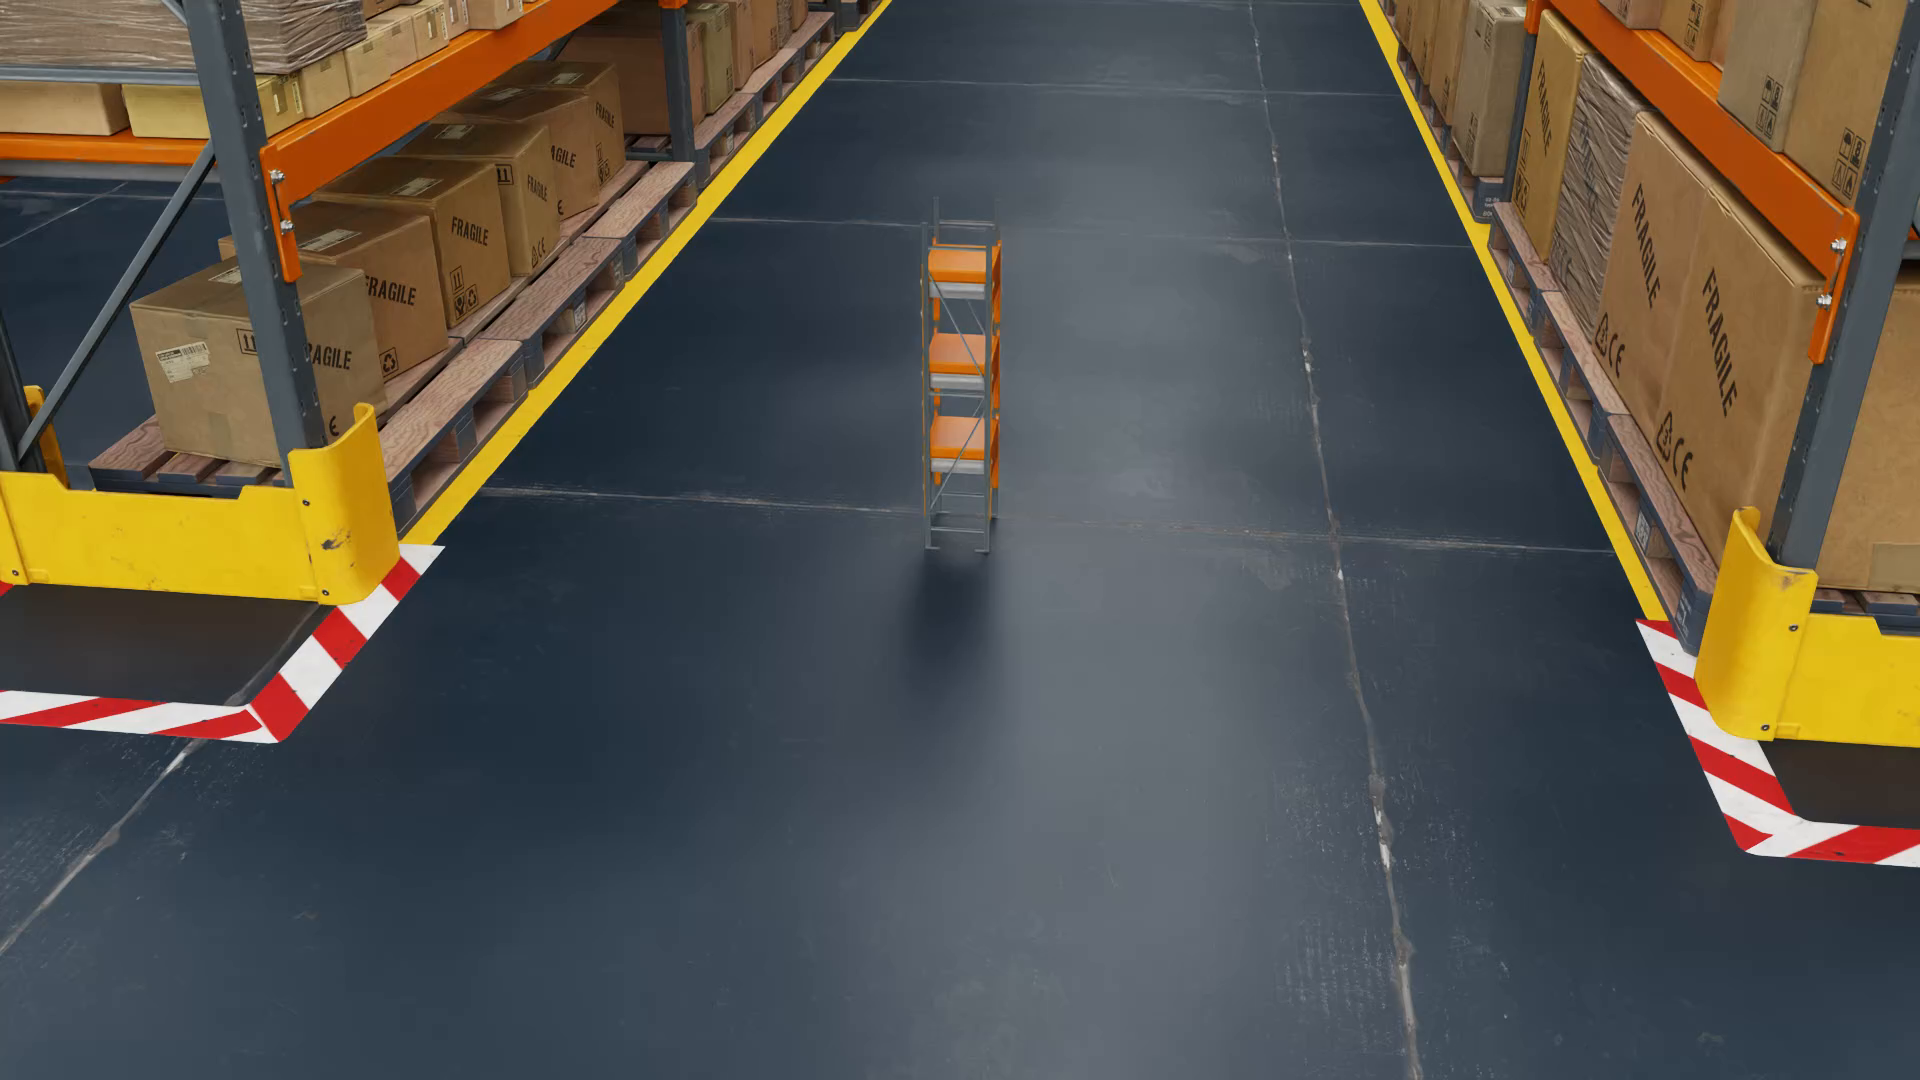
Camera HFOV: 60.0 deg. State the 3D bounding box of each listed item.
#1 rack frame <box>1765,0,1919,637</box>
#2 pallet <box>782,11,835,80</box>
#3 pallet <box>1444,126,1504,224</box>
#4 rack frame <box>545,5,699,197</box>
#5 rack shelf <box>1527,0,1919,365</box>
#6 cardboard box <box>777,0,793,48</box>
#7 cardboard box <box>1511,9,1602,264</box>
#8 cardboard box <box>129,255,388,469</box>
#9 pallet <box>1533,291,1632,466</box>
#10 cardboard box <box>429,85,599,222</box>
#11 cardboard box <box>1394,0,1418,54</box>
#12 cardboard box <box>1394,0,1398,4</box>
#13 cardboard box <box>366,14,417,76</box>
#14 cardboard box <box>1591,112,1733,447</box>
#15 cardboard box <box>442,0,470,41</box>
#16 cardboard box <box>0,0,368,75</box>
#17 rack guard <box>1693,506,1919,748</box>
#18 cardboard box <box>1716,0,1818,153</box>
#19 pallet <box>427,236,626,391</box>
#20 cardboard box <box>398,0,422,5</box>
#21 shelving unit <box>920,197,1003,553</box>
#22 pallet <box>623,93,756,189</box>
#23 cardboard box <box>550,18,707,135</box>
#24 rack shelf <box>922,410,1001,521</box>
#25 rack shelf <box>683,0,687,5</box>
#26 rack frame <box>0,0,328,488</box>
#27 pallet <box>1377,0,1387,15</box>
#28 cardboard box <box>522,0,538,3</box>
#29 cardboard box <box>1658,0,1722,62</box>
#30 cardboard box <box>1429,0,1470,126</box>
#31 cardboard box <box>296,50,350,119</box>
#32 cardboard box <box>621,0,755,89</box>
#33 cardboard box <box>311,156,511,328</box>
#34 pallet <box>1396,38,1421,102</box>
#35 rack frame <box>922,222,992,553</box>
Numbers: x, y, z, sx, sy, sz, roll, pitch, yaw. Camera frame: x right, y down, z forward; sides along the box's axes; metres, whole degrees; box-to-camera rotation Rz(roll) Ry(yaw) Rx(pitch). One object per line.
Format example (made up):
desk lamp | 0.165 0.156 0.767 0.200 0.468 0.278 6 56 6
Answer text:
rack frame | 2.577 -0.868 3.699 1.000 3.000 0.127 3 28 6
pallet | -1.451 -3.374 11.291 1.003 0.211 1.213 3 28 6
pallet | 3.087 -1.891 8.538 1.003 0.211 1.213 3 28 6
rack frame | -1.843 -3.087 7.817 1.000 3.000 0.127 3 28 6
rack shelf | 2.822 -1.493 5.617 1.077 0.370 4.000 3 28 6
cardboard box | -1.471 -3.485 10.727 0.700 0.500 0.500 1 28 2
cardboard box | 2.920 -1.709 7.056 0.875 0.875 0.875 4 29 7
cardboard box | -2.240 -0.582 5.360 0.500 0.500 0.500 9 30 16
pallet | 2.749 -0.594 6.131 1.003 0.211 1.213 3 28 6
cardboard box | -1.995 -1.715 7.464 0.500 0.500 0.500 13 31 22
cardboard box | 3.393 -3.547 10.601 1.050 0.750 0.750 3 28 6
cardboard box | 3.378 -4.043 11.785 0.500 0.500 0.500 3 28 6
cardboard box | -1.957 -1.566 5.259 0.380 0.149 0.250 3 28 6
cardboard box | 2.700 -0.855 5.472 0.875 0.875 0.875 3 28 5
cardboard box | -1.915 -1.803 5.698 0.380 0.149 0.250 3 28 6
cardboard box | -2.239 -1.636 4.706 0.875 0.500 0.500 3 28 6
rack guard | 2.574 0.243 4.271 1.175 0.500 0.348 3 28 6
cardboard box | 2.623 -1.372 4.476 0.875 0.550 0.550 3 28 6
pallet | -2.038 -0.965 6.819 1.003 0.211 1.213 3 28 6
cardboard box | -2.193 -2.112 5.588 0.875 0.500 0.500 3 28 6
shelving unit | 0.007 -0.487 5.048 0.215 1.050 0.252 3 28 6
pallet | -1.750 -2.226 9.159 1.003 0.211 1.213 3 28 6
cardboard box | -1.747 -2.468 8.840 0.700 0.500 0.500 1 28 2
rack shelf | 0.007 -0.233 5.185 0.215 0.259 0.240 3 28 6
rack shelf | -1.598 -3.712 9.735 1.077 0.370 4.000 3 28 6
rack frame | -2.334 -1.204 4.322 1.000 3.000 0.127 3 28 6
pallet | 3.806 -4.347 13.096 1.003 0.211 1.213 3 28 6
cardboard box | -1.776 -2.153 6.348 0.380 0.149 0.250 3 28 6
cardboard box | 2.840 -1.880 5.419 0.875 0.550 0.500 3 28 6
cardboard box | 3.176 -2.697 9.023 1.050 0.750 0.750 3 28 6
cardboard box | -2.012 -1.330 4.822 0.380 0.149 0.250 3 28 6
cardboard box | -1.602 -2.955 9.744 0.700 0.500 0.500 1 28 2
cardboard box | -2.106 -1.158 6.430 0.500 0.500 0.500 6 29 11
pallet | 3.385 -3.040 10.670 1.003 0.211 1.213 3 28 6
rack frame | -0.008 -0.430 4.941 0.200 1.050 0.008 3 28 6
